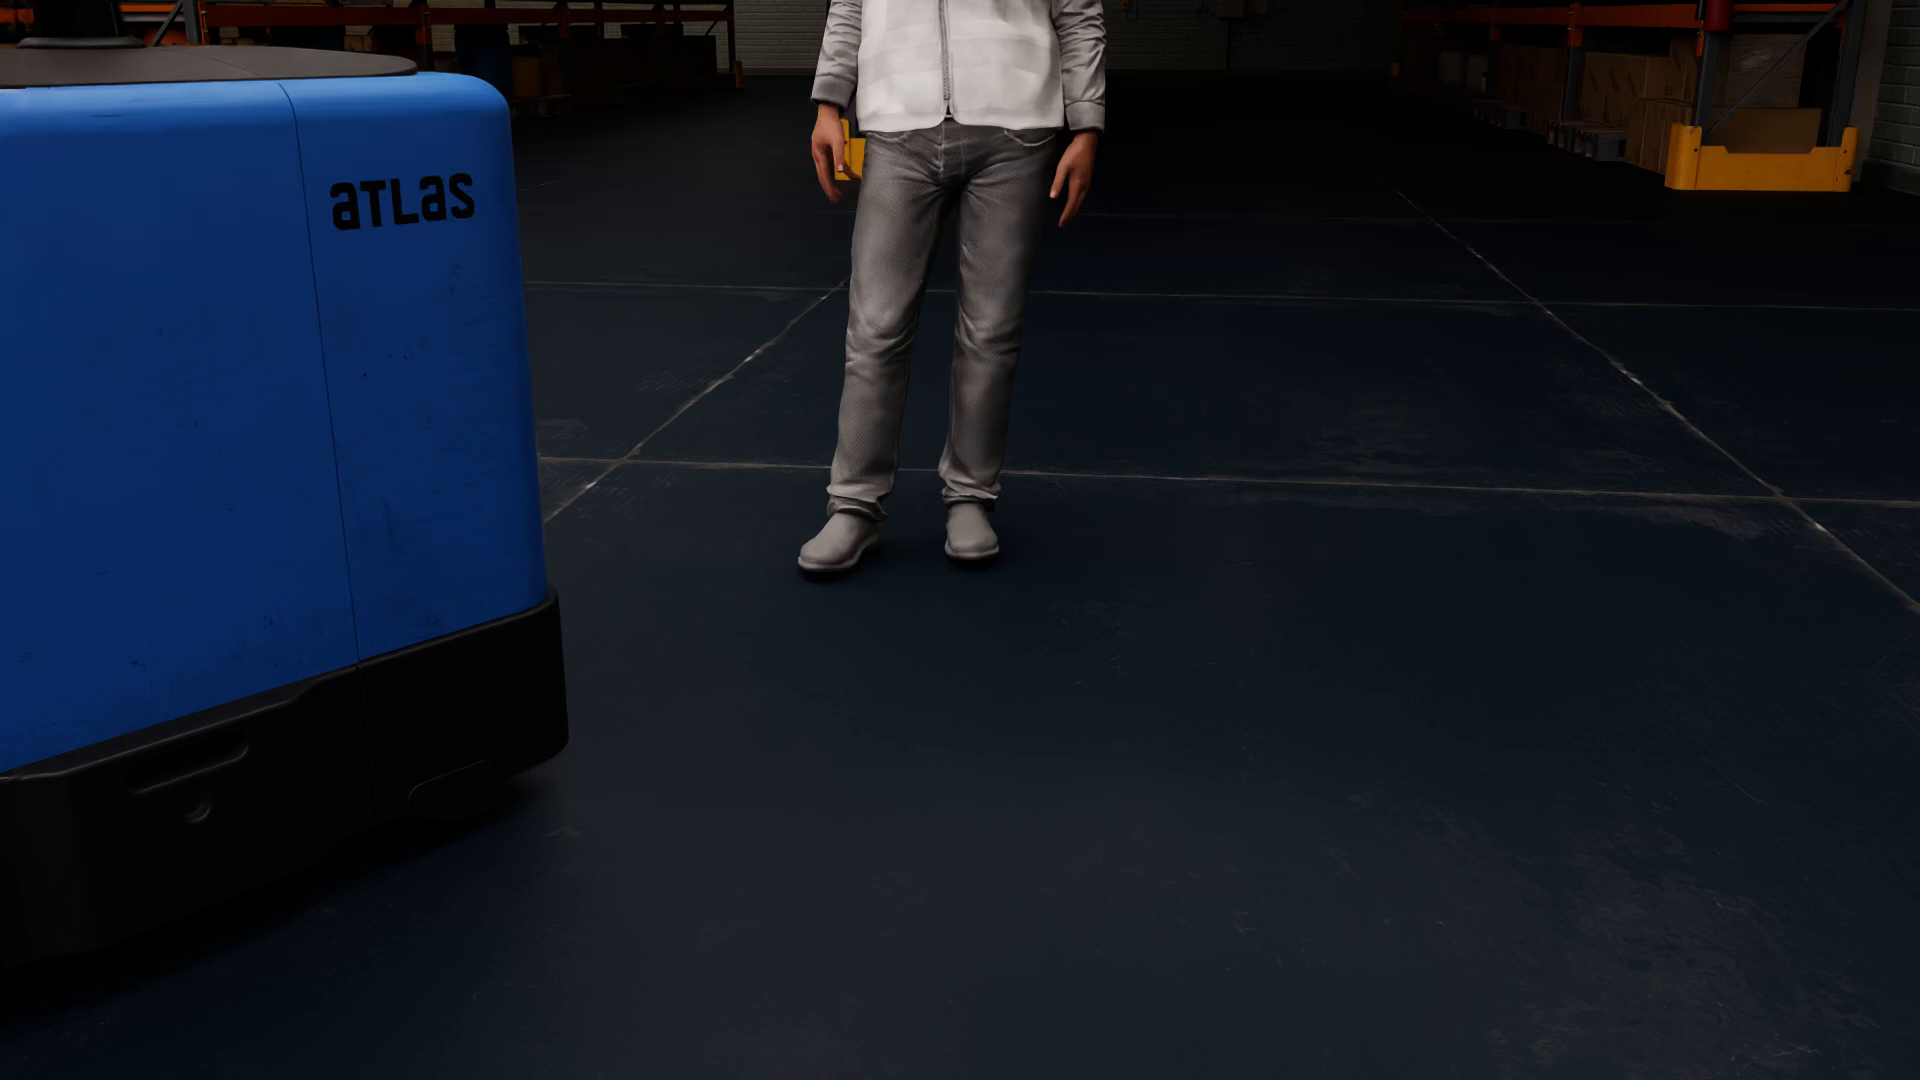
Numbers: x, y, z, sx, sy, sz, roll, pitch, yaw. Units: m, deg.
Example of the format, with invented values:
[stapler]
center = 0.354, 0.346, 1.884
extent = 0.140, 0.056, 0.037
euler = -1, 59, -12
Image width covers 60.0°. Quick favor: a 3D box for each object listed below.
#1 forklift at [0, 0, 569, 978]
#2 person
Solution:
[forklift]
center = -1.949, -0.772, 1.401
extent = 1.130, 2.935, 3.031
euler = 14, 23, 38
[person]
center = -0.016, -0.835, 3.500
extent = 0.632, 1.773, 0.568
euler = 2, 18, 7
